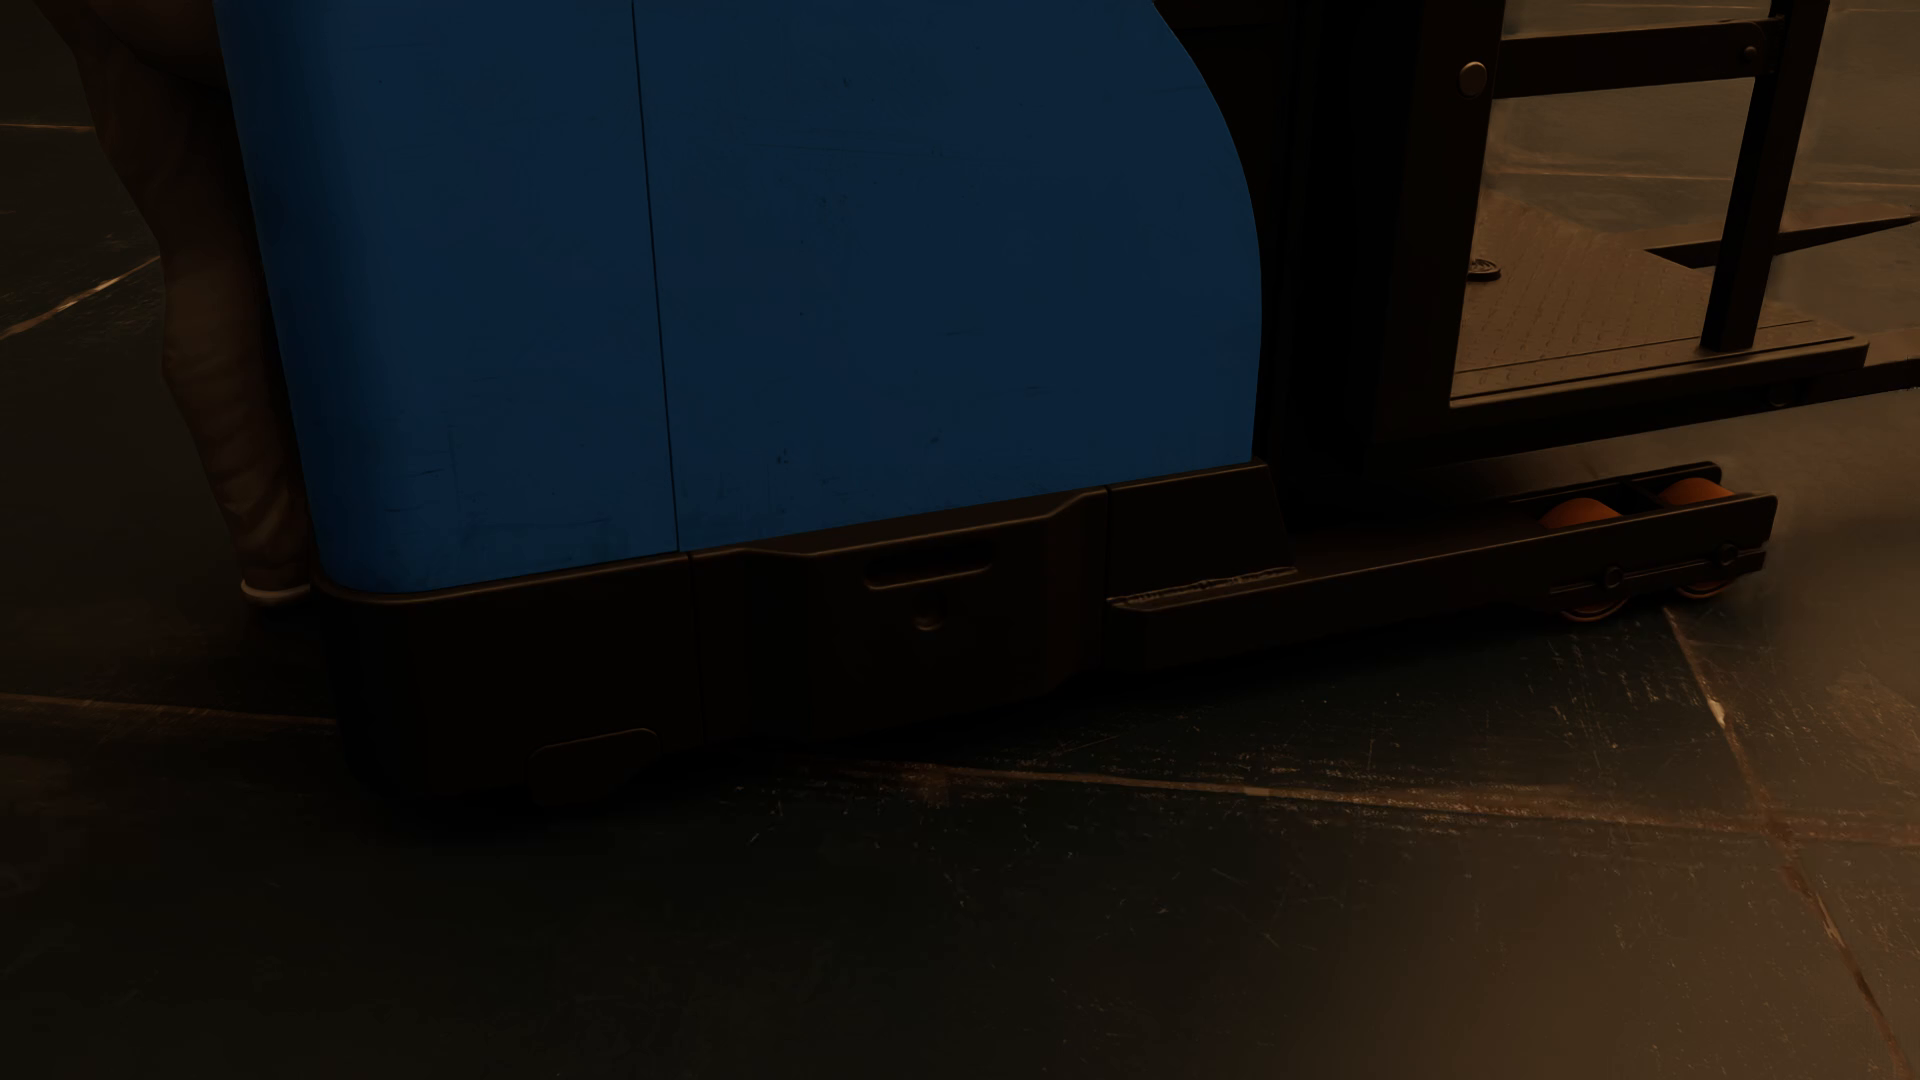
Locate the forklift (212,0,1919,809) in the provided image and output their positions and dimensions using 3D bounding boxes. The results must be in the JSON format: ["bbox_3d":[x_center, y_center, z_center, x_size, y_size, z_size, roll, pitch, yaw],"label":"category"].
[{"bbox_3d":[0.596,-1.410,2.043,3.031,2.935,1.130,-9,28,-18],"label":"forklift"}]

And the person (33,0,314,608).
[{"bbox_3d":[-0.837,-0.700,1.993,0.562,1.689,0.575,-23,35,-39],"label":"person"}]
